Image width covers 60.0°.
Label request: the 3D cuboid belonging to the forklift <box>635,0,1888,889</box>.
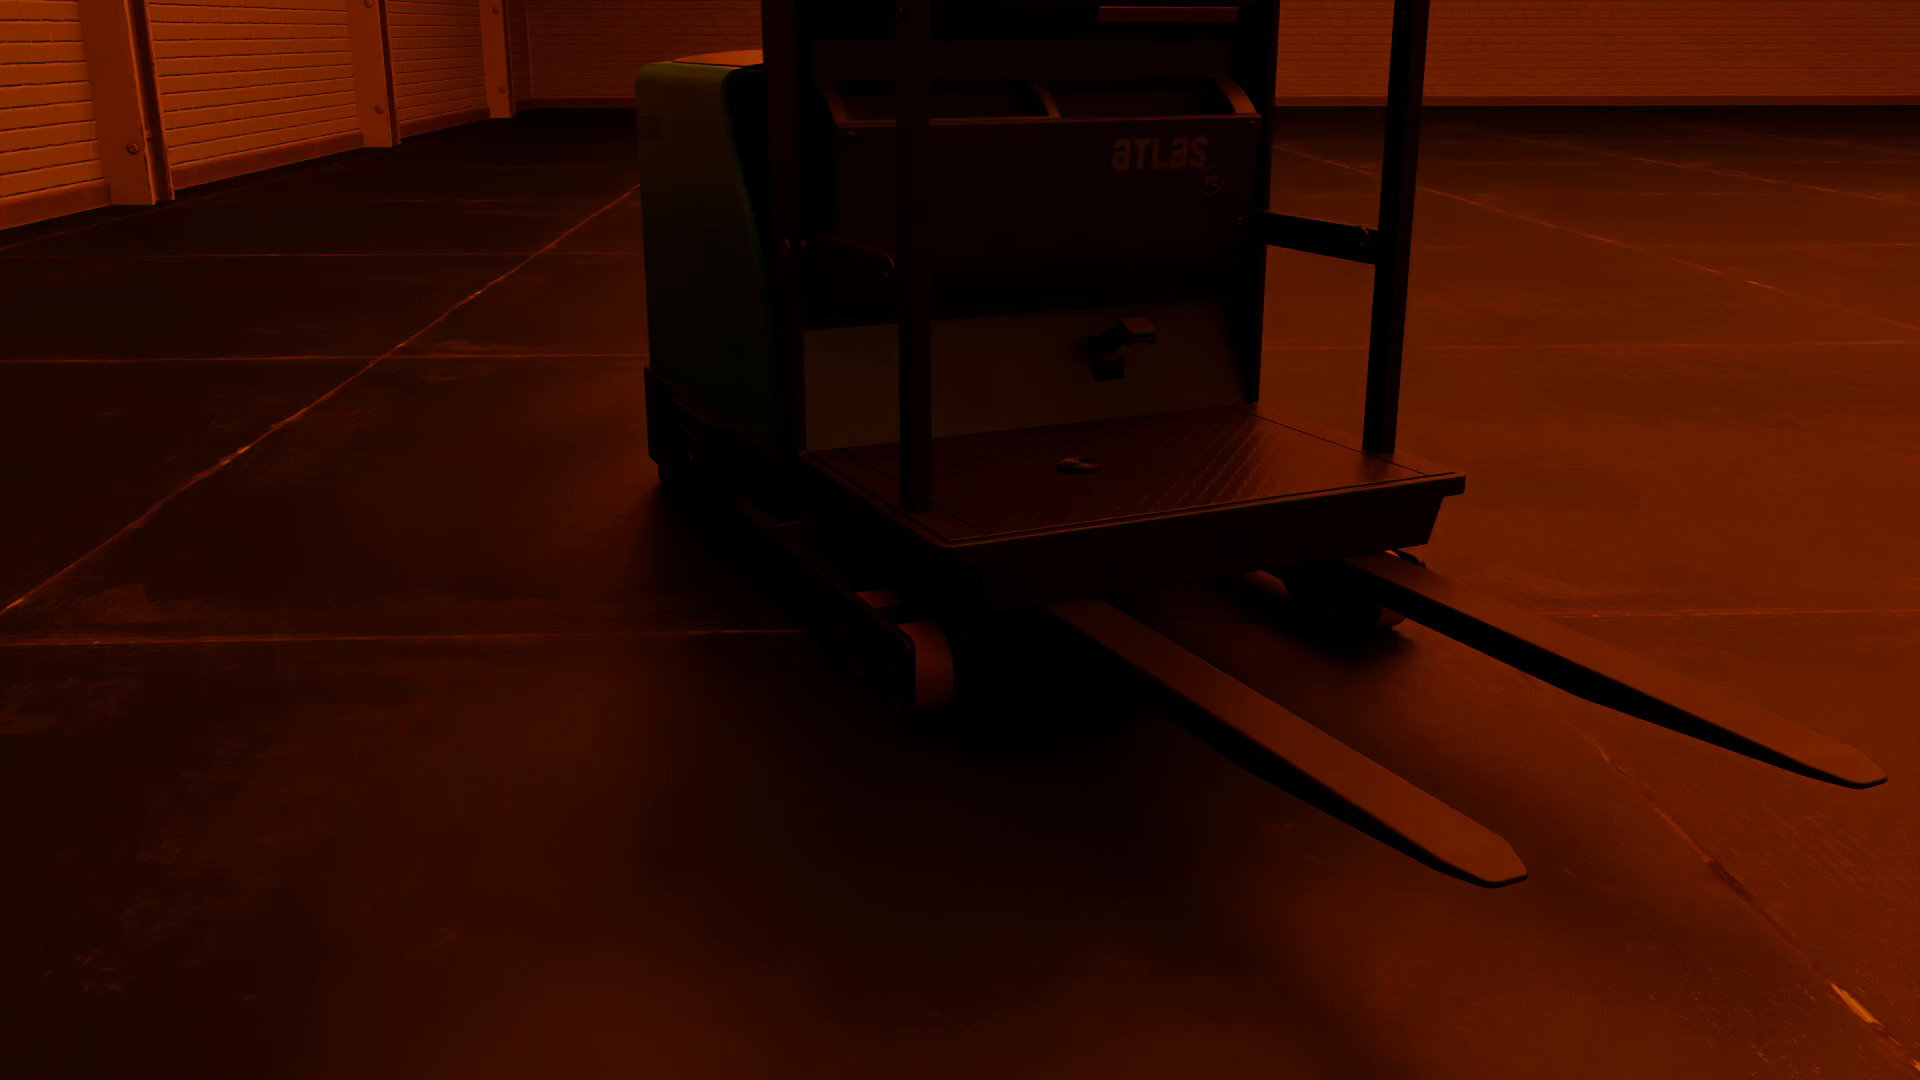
[{"bbox_3d":[0.258,-1.240,2.962,1.130,2.935,3.031,-8,19,-24],"label":"forklift"}]
